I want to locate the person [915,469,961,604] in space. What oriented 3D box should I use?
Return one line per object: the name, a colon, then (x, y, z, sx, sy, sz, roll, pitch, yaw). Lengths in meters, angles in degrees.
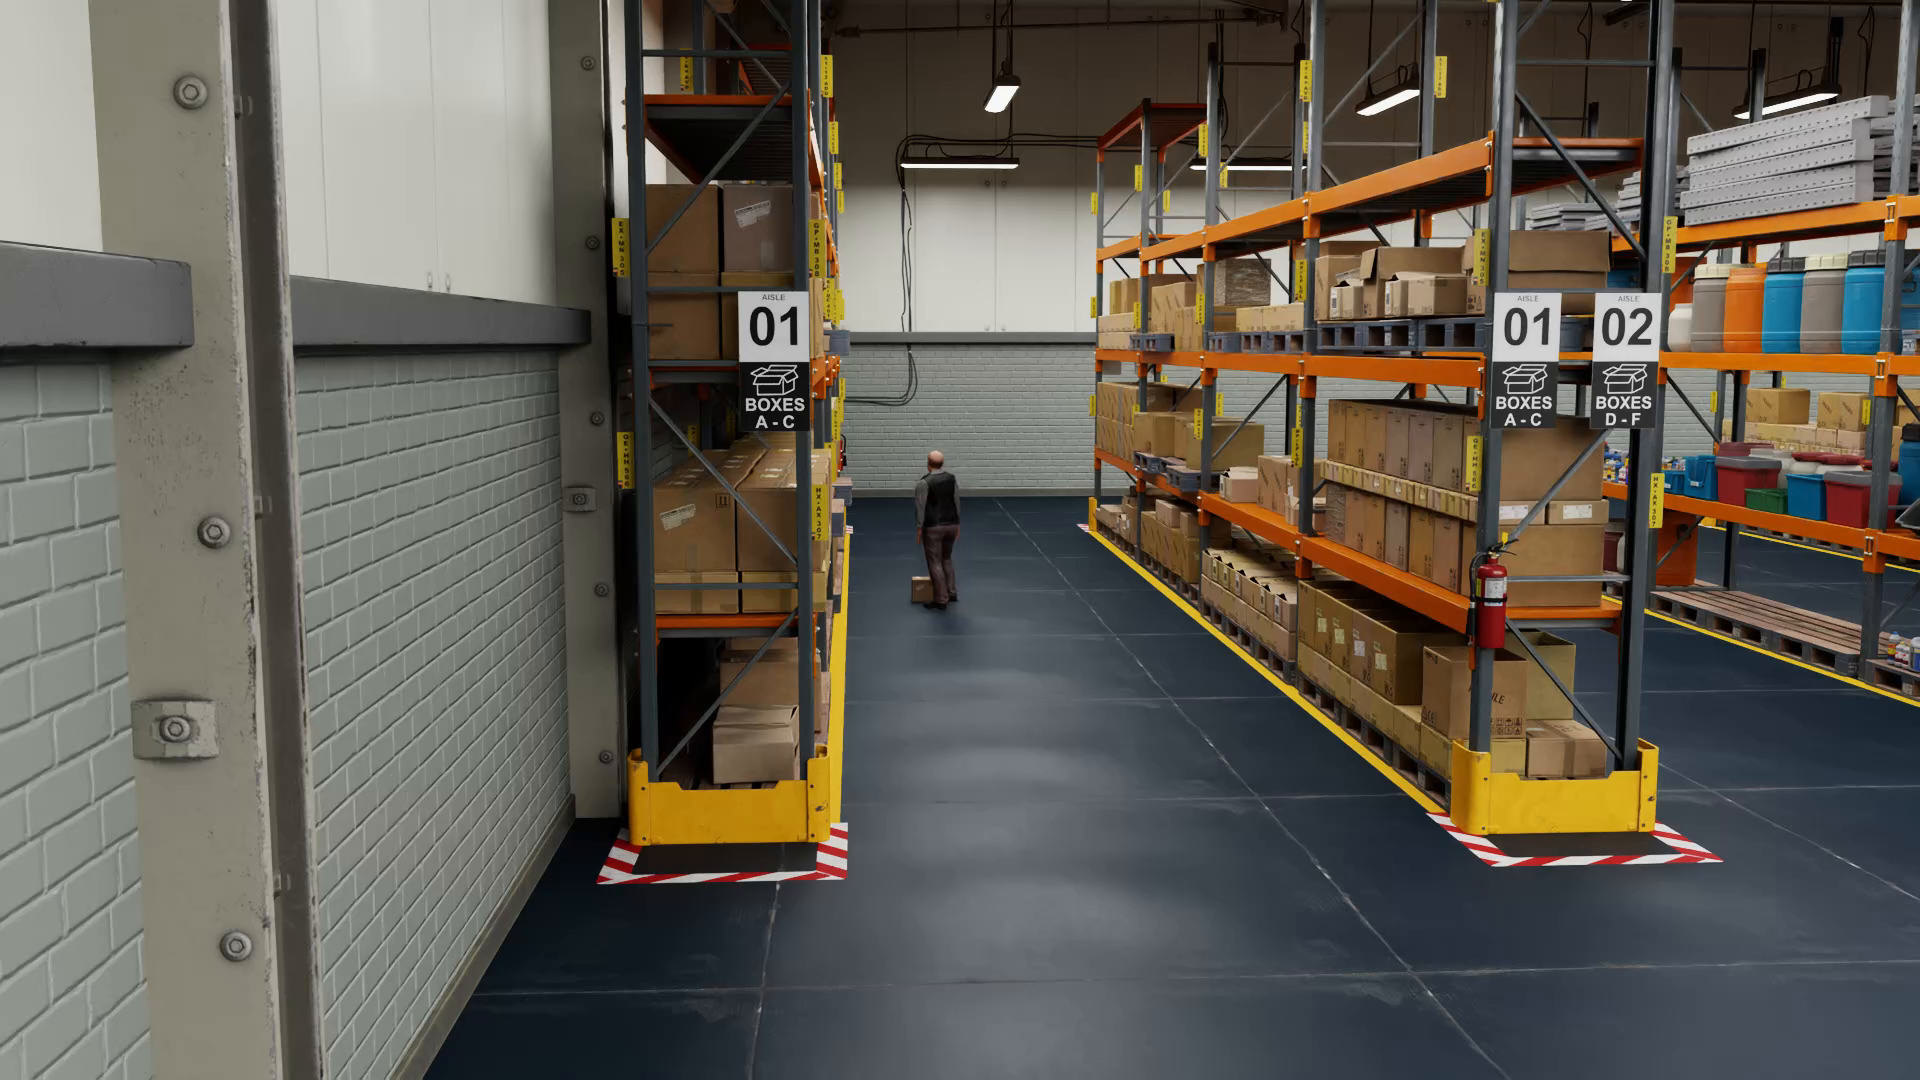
person: (-0.234, -0.050, 18.156, 0.559, 1.458, 0.488, -5, 8, -33)
